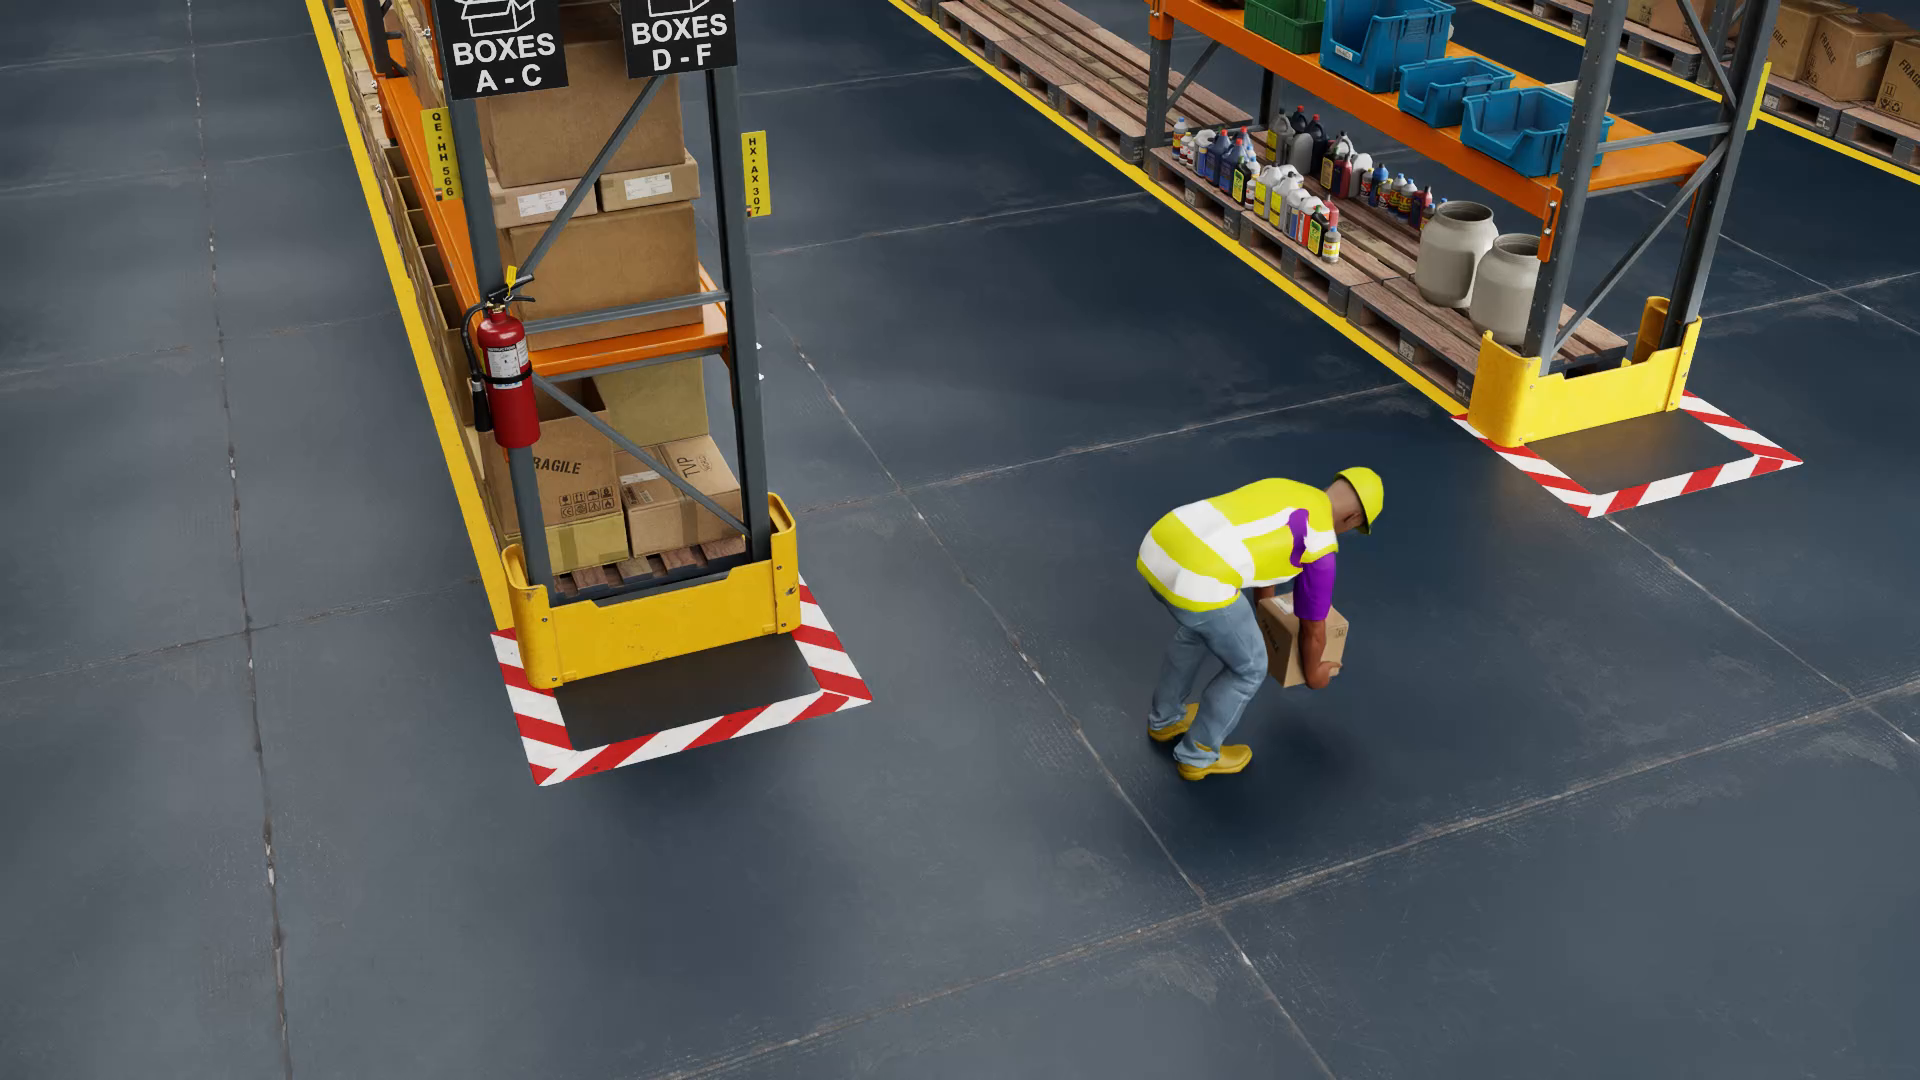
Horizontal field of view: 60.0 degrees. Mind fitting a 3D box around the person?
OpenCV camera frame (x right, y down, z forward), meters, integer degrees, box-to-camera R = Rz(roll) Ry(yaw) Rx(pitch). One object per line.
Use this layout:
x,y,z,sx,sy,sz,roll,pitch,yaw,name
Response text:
1.124,0.285,6.271,0.979,1.119,0.477,-14,36,-21,person
